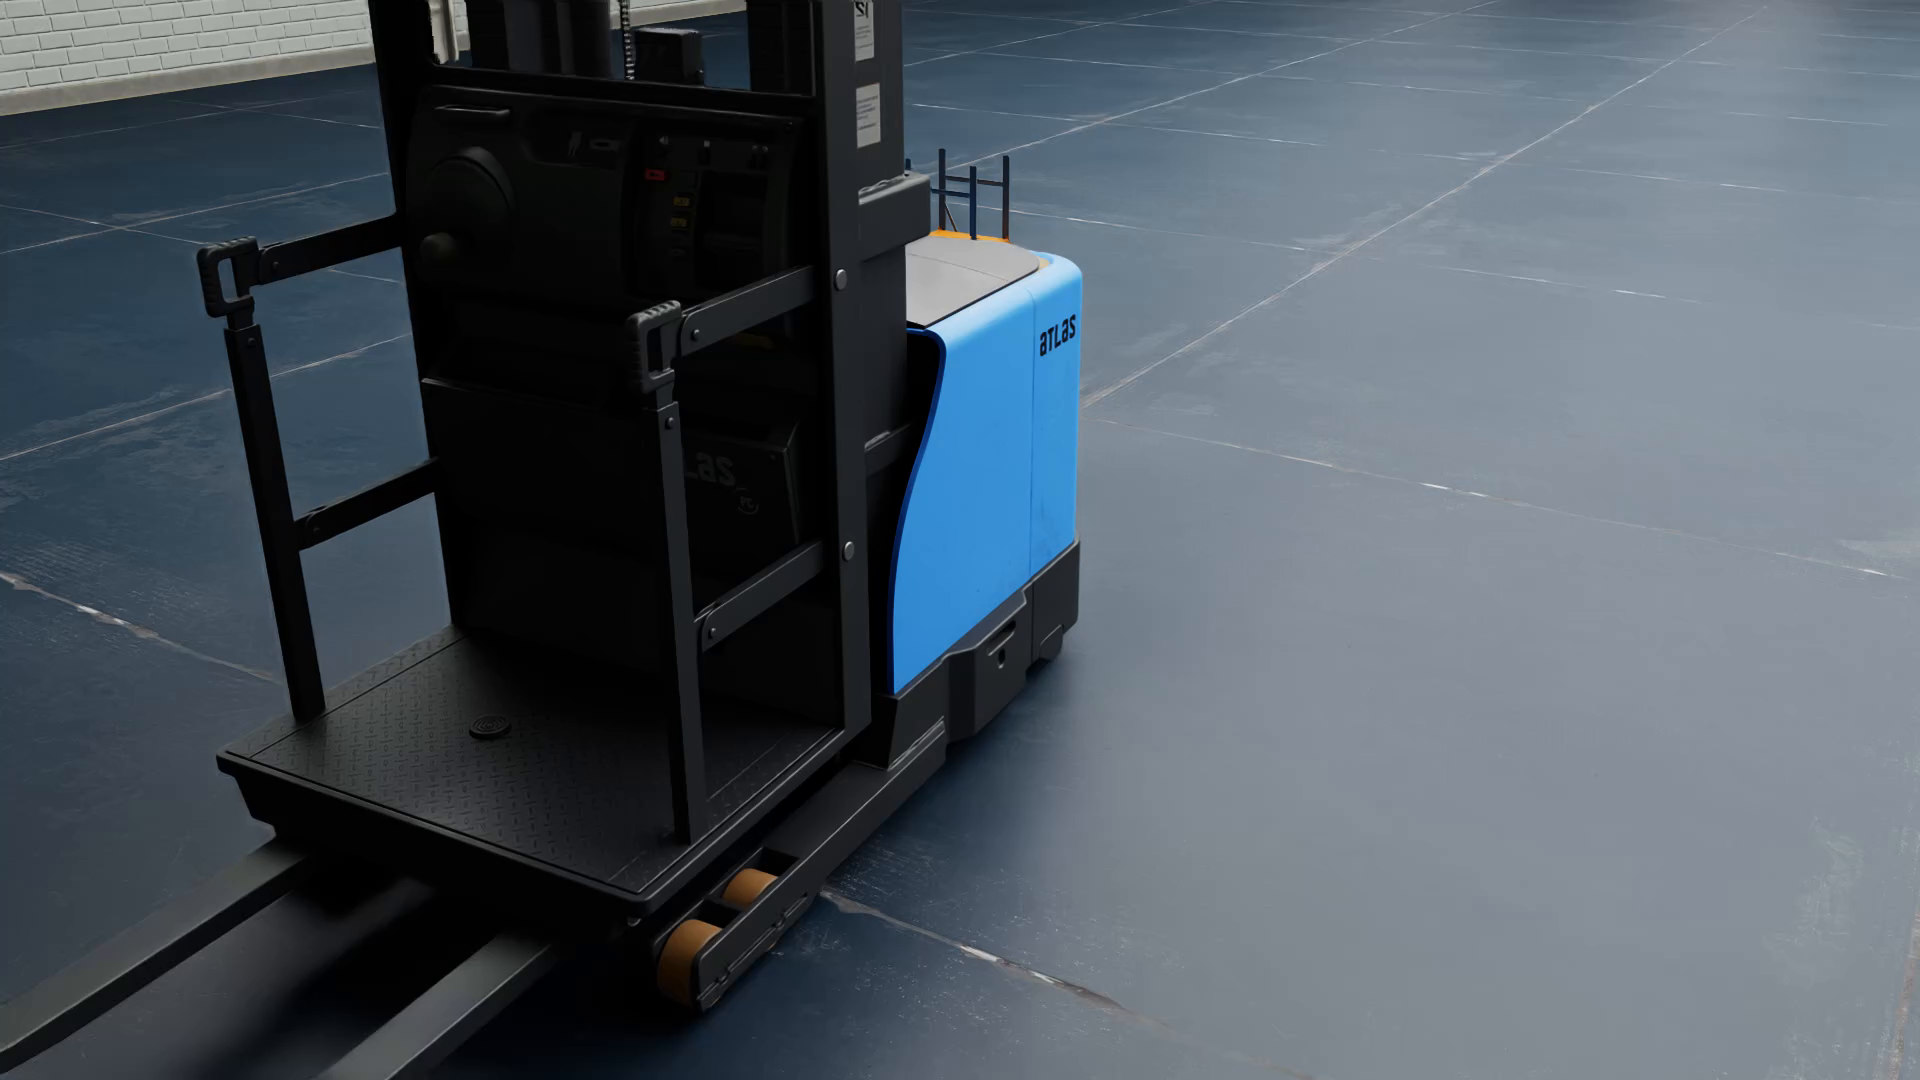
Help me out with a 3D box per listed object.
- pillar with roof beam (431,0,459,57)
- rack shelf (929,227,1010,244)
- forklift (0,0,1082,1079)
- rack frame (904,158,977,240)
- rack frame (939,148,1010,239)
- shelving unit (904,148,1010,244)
[{"bbox_3d":[-1.405,-7.867,12.095,9.100,9.000,0.400,14,27,29],"label":"pillar with roof beam"},{"bbox_3d":[-0.008,-0.835,4.875,0.258,0.103,0.180,14,27,29],"label":"rack shelf"},{"bbox_3d":[-0.810,-0.652,3.067,1.130,2.935,3.031,12,26,25],"label":"forklift"},{"bbox_3d":[-0.056,-0.515,4.929,0.240,1.200,0.006,14,27,29],"label":"rack frame"},{"bbox_3d":[0.041,-0.577,5.072,0.240,1.200,0.006,14,27,29],"label":"rack frame"},{"bbox_3d":[-0.008,-0.546,5.000,0.258,1.200,0.189,14,27,29],"label":"shelving unit"}]
